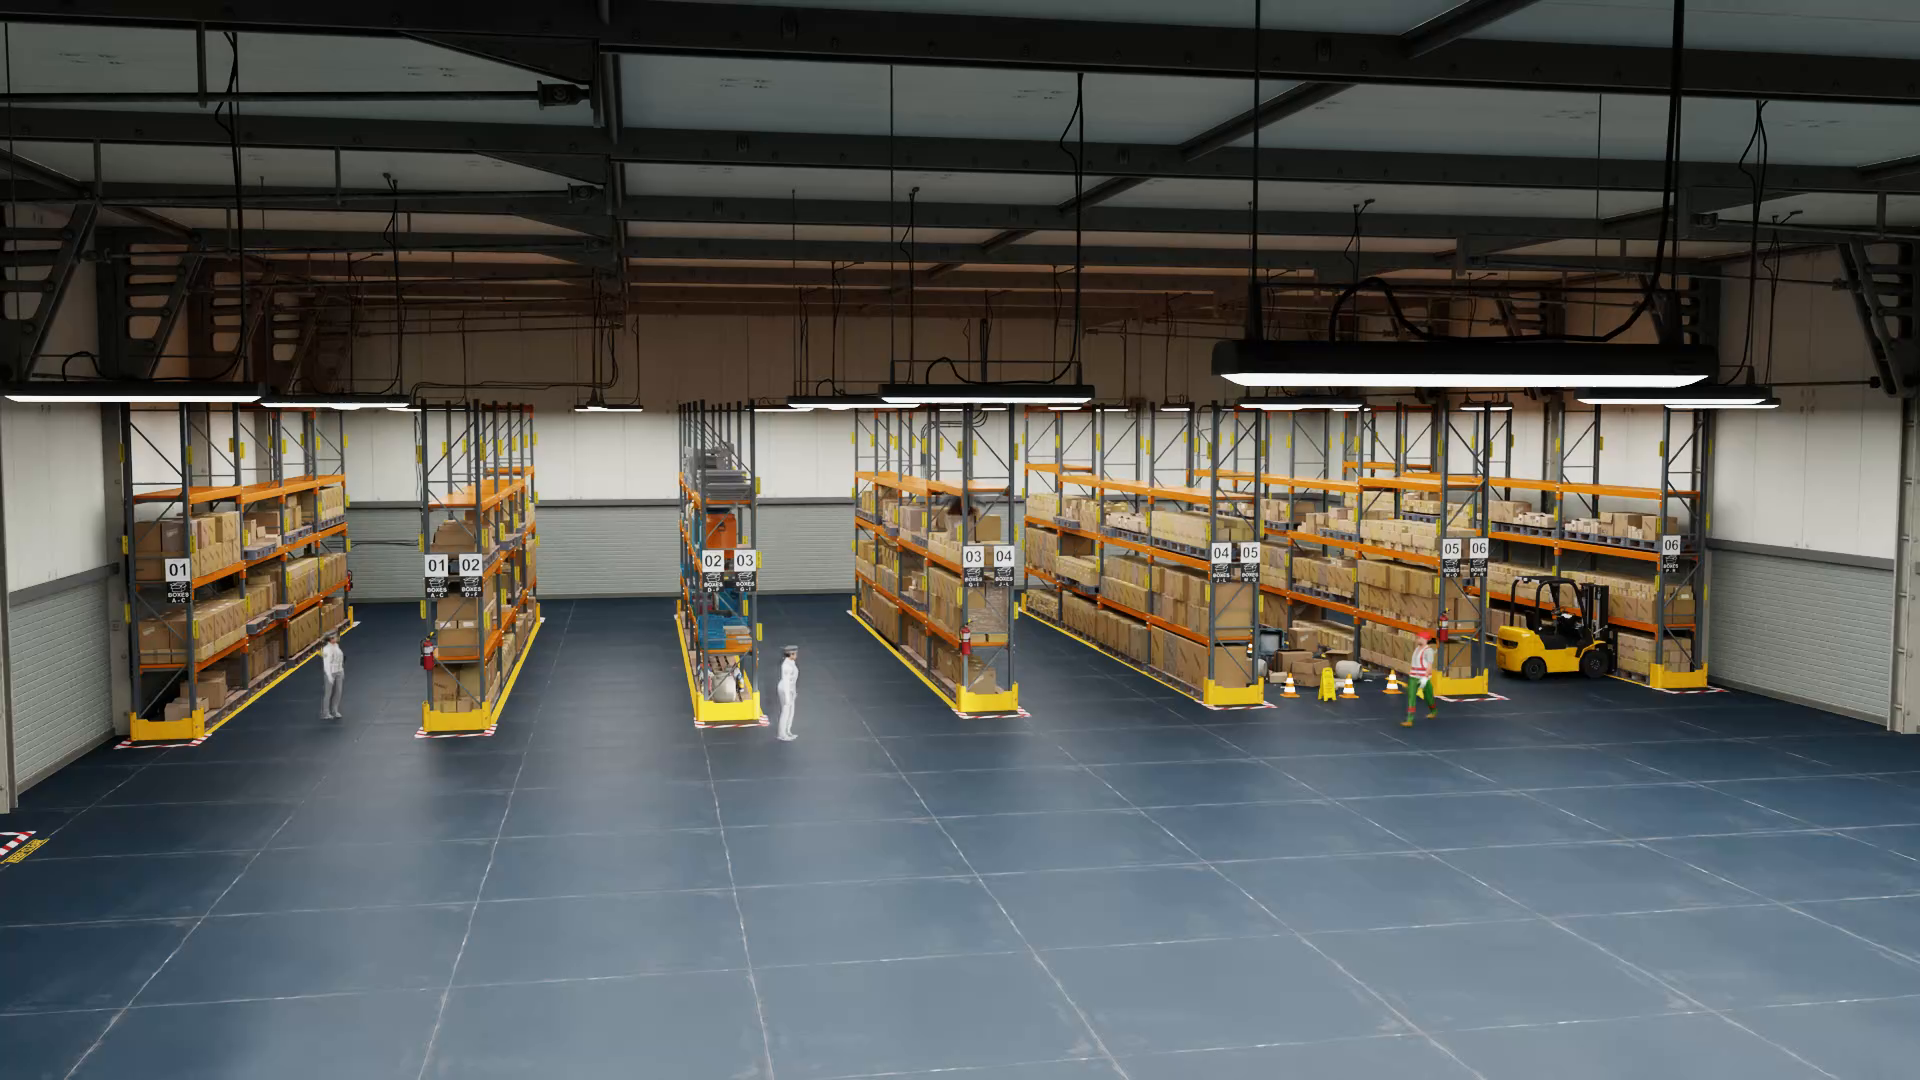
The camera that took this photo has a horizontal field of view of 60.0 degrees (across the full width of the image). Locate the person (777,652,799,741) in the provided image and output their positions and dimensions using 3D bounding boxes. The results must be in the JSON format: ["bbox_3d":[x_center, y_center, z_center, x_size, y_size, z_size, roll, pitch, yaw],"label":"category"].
[{"bbox_3d":[-3.038,2.694,29.296,0.358,1.665,0.501,1,4,9],"label":"person"}]

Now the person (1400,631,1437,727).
[{"bbox_3d":[8.462,2.548,30.568,0.468,1.751,0.929,3,5,33],"label":"person"}]

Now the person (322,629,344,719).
[{"bbox_3d":[-11.832,2.519,31.365,0.359,1.695,0.519,2,5,25],"label":"person"}]
